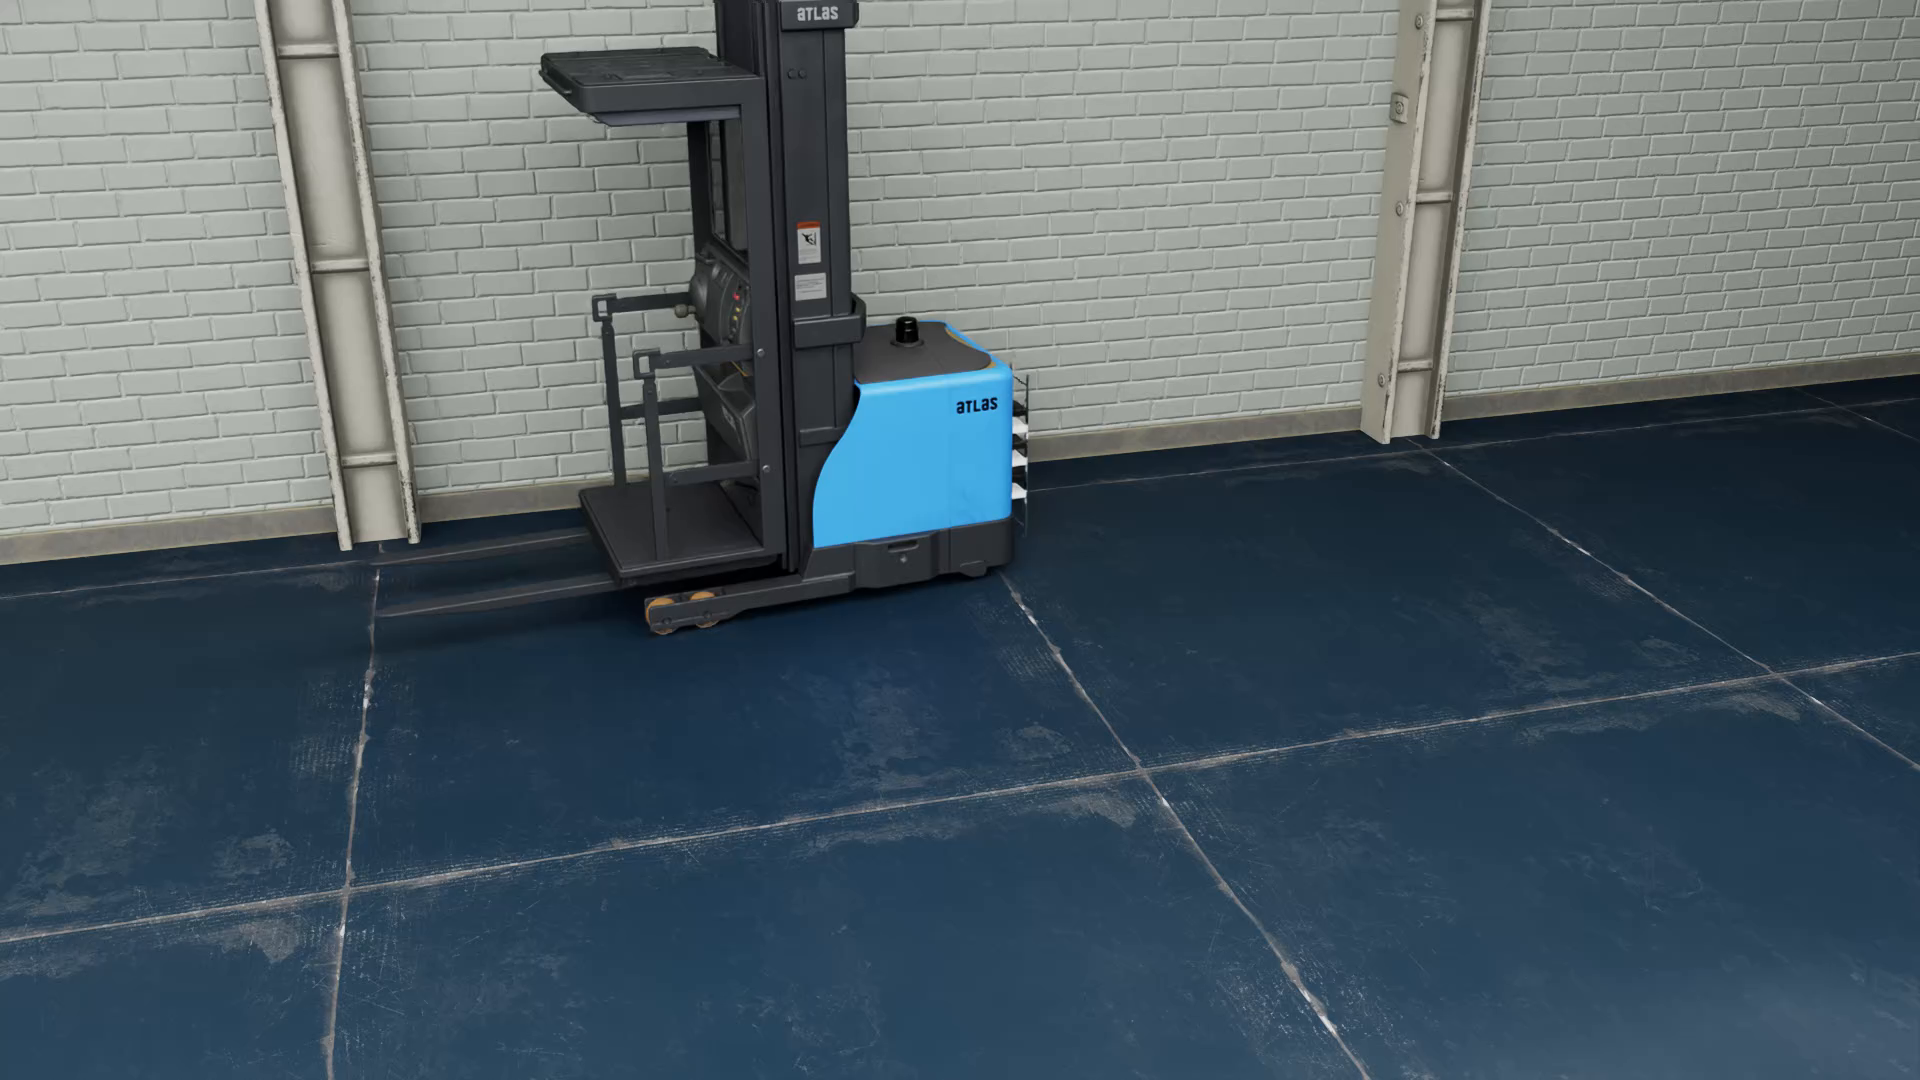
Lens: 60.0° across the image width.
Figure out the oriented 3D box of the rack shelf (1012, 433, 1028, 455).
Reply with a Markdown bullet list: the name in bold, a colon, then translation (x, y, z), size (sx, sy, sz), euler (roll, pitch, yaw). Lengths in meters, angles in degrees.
- **rack shelf**: translation (0.209, -0.503, 8.637), size (0.200, 0.077, 0.258), euler (-9, 25, -20)

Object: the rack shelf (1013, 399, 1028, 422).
- **rack shelf**: translation (0.209, -0.668, 8.566), size (0.200, 0.077, 0.258), euler (-9, 25, -20)

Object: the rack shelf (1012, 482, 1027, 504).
- **rack shelf**: translation (0.209, -0.255, 8.743), size (0.200, 0.077, 0.258), euler (-9, 25, -20)

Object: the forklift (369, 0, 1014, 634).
- **forklift**: translation (-1.299, -1.144, 7.700), size (3.031, 2.935, 1.130), euler (-9, 25, -20)

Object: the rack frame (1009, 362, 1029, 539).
- **rack frame**: translation (0.303, -0.465, 8.693), size (0.006, 0.900, 0.240), euler (-9, 25, -20)

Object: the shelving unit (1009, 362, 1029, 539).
- **shelving unit**: translation (0.209, -0.451, 8.659), size (0.210, 0.900, 0.258), euler (-9, 25, -20)

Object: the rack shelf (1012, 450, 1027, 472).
- **rack shelf**: translation (0.209, -0.420, 8.672), size (0.200, 0.077, 0.258), euler (-9, 25, -20)

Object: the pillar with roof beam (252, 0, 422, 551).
- **pillar with roof beam**: translation (-1.900, -2.525, 3.223), size (0.400, 9.000, 9.100), euler (-6, 24, -14)

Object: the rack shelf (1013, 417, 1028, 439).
- **rack shelf**: translation (0.209, -0.585, 8.601), size (0.200, 0.077, 0.258), euler (-9, 25, -20)

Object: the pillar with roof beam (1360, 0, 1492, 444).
- **pillar with roof beam**: translation (3.877, -3.164, 4.712), size (0.400, 9.000, 9.100), euler (-6, 24, -14)

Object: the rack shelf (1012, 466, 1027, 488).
- **rack shelf**: translation (0.209, -0.337, 8.708), size (0.200, 0.077, 0.258), euler (-9, 25, -20)
